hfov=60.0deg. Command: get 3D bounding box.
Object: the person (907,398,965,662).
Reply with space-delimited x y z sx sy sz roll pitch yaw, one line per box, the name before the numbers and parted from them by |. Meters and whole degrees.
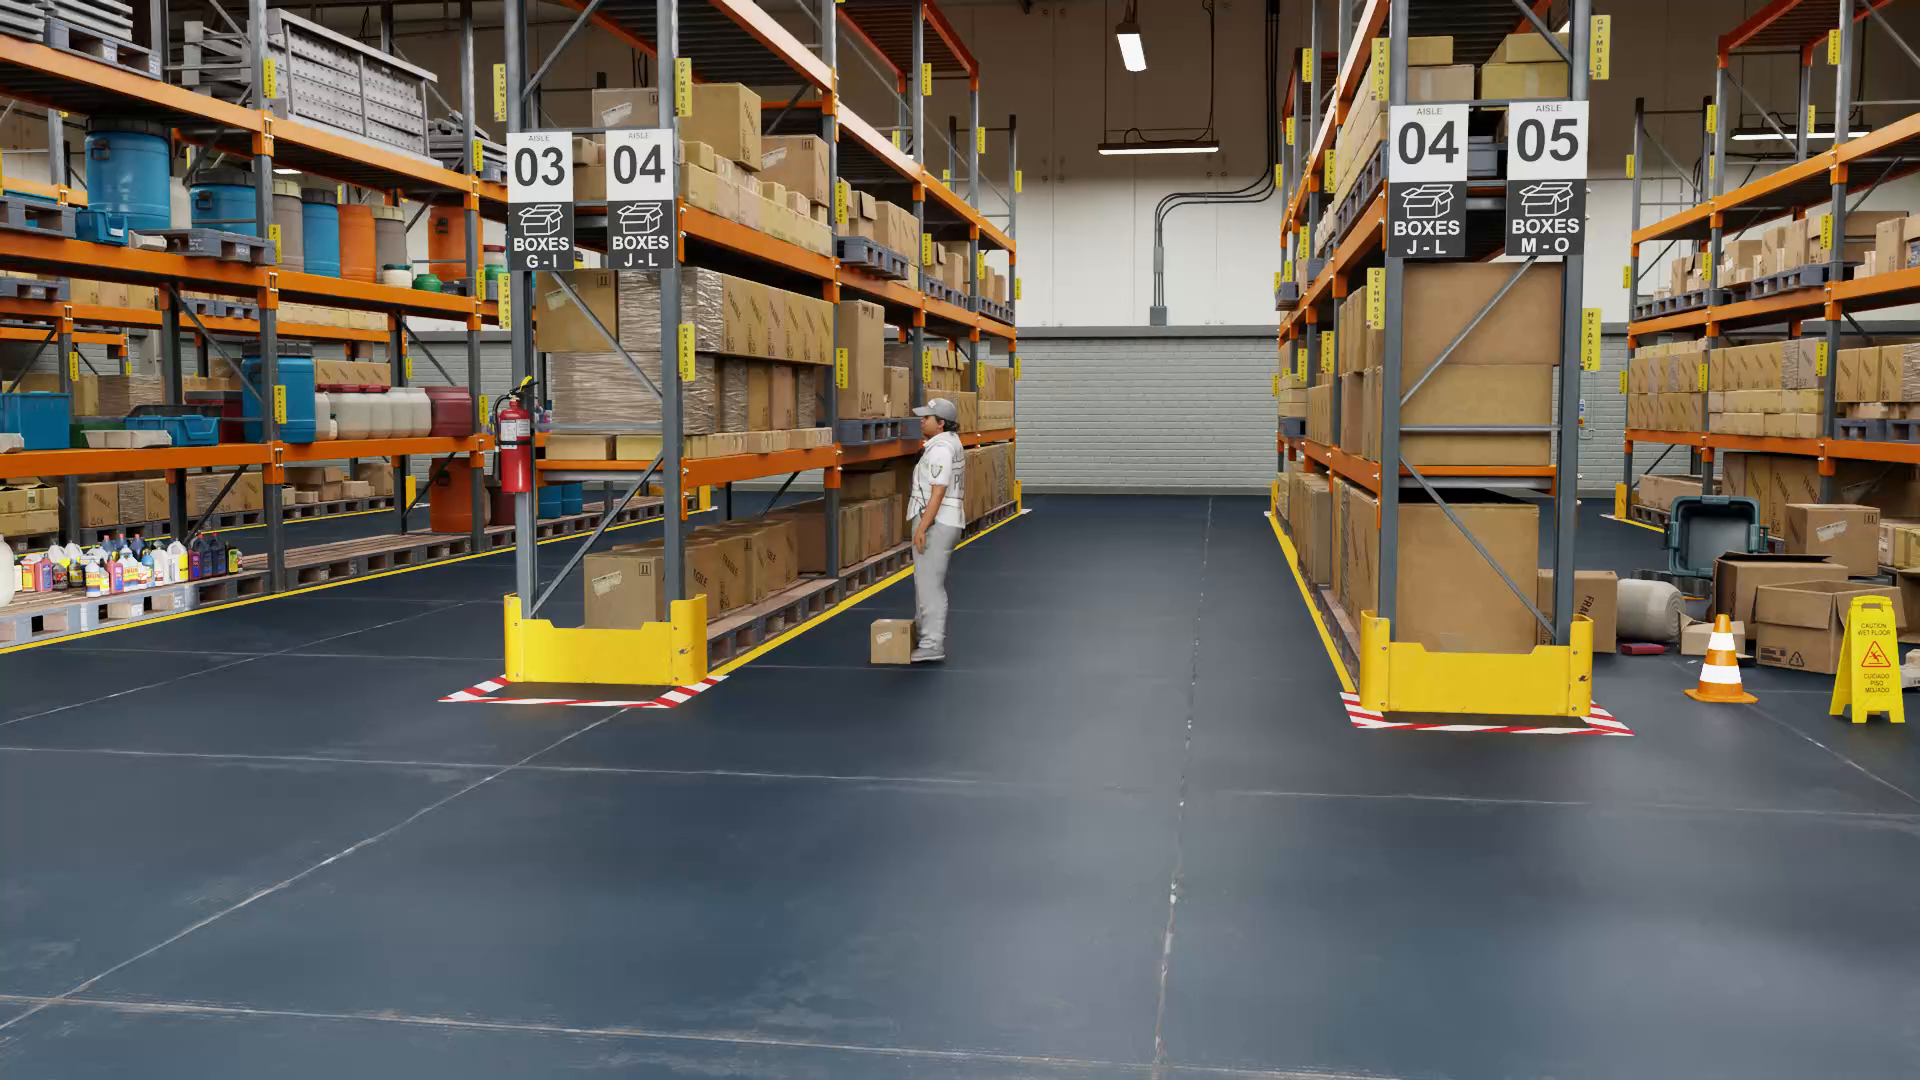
person | -0.234 -0.068 10.589 0.525 1.669 0.598 1 5 9
